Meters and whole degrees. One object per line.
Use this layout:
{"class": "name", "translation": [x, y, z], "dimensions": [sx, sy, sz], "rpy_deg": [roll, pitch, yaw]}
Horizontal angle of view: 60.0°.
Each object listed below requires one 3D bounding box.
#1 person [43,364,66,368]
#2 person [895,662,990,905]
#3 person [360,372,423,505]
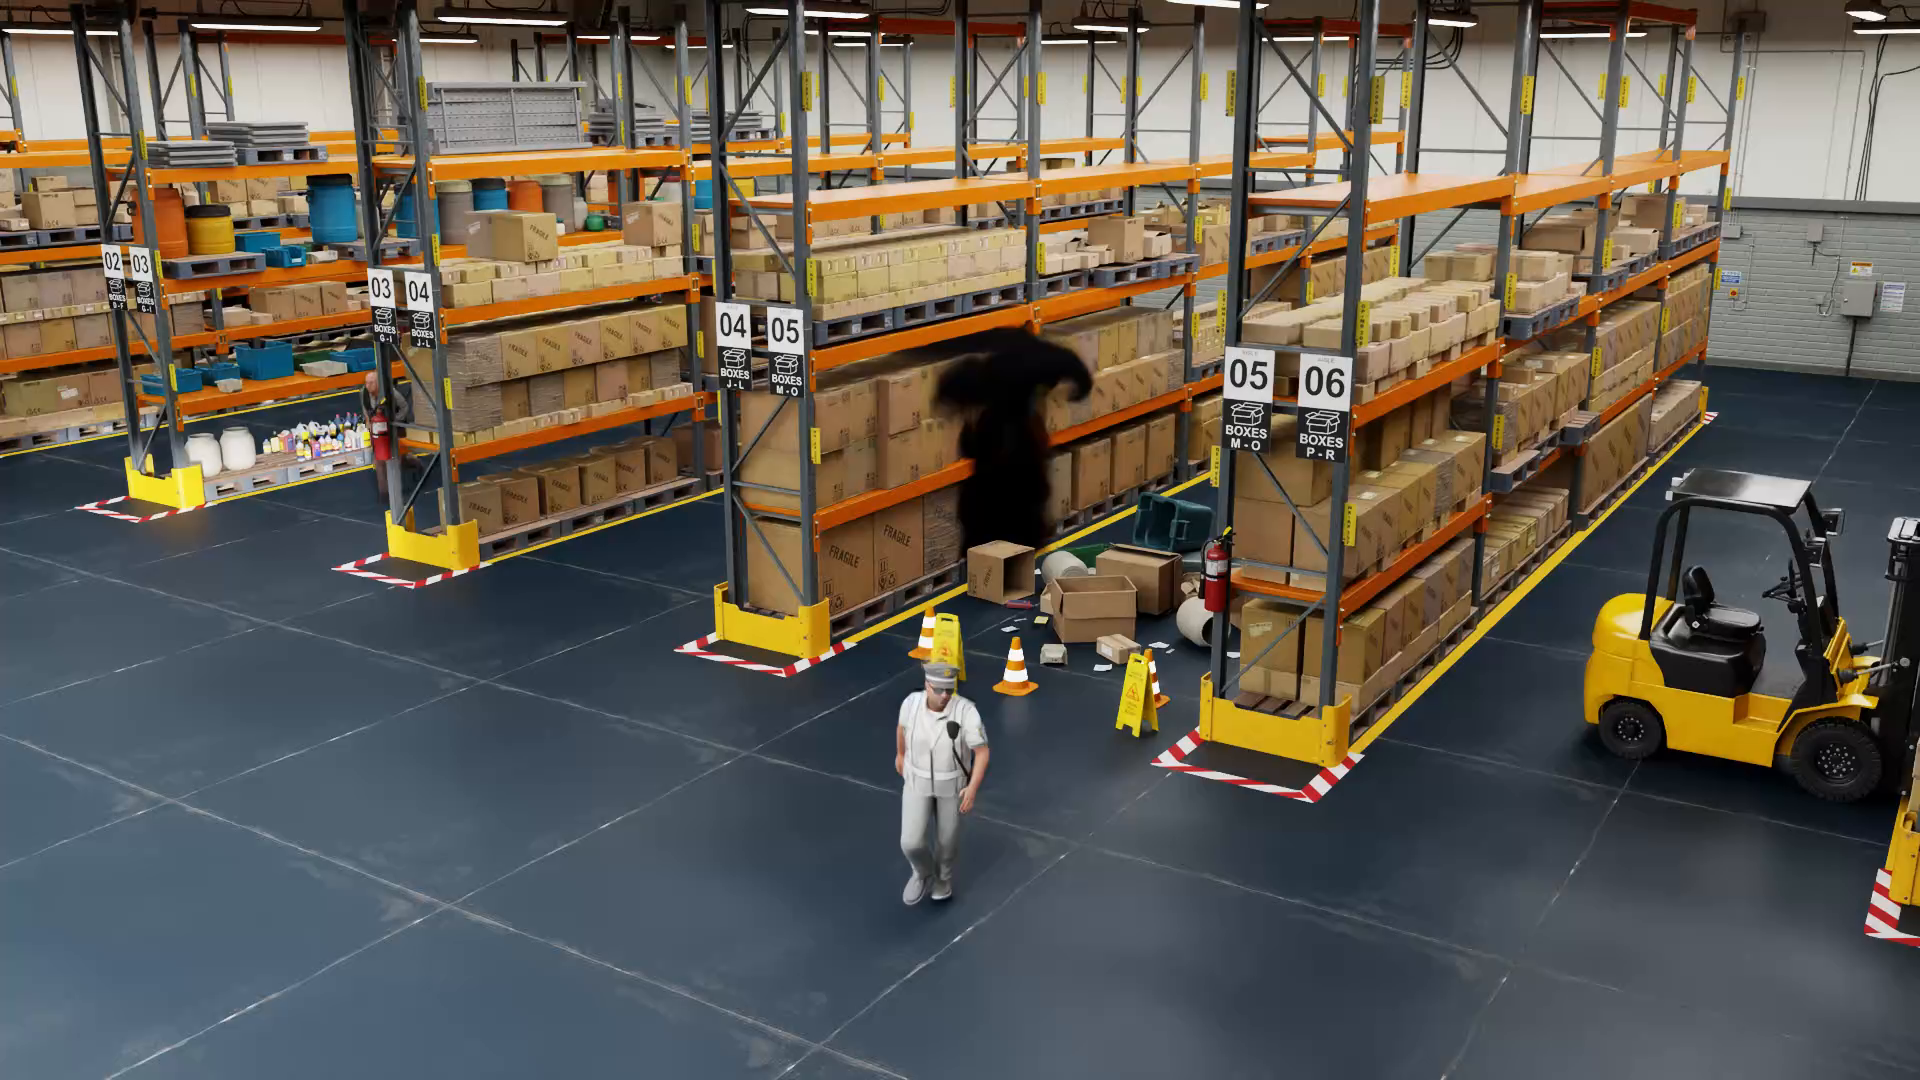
{"class": "person", "translation": [-14.719, -3.011, 27.060], "dimensions": [0.602, 1.627, 0.572], "rpy_deg": [5, 16, 18]}
{"class": "person", "translation": [-0.146, 1.548, 10.439], "dimensions": [0.617, 1.700, 0.809], "rpy_deg": [2, 16, 6]}
{"class": "person", "translation": [-7.195, -1.357, 21.106], "dimensions": [0.690, 1.679, 0.999], "rpy_deg": [5, 16, 17]}
